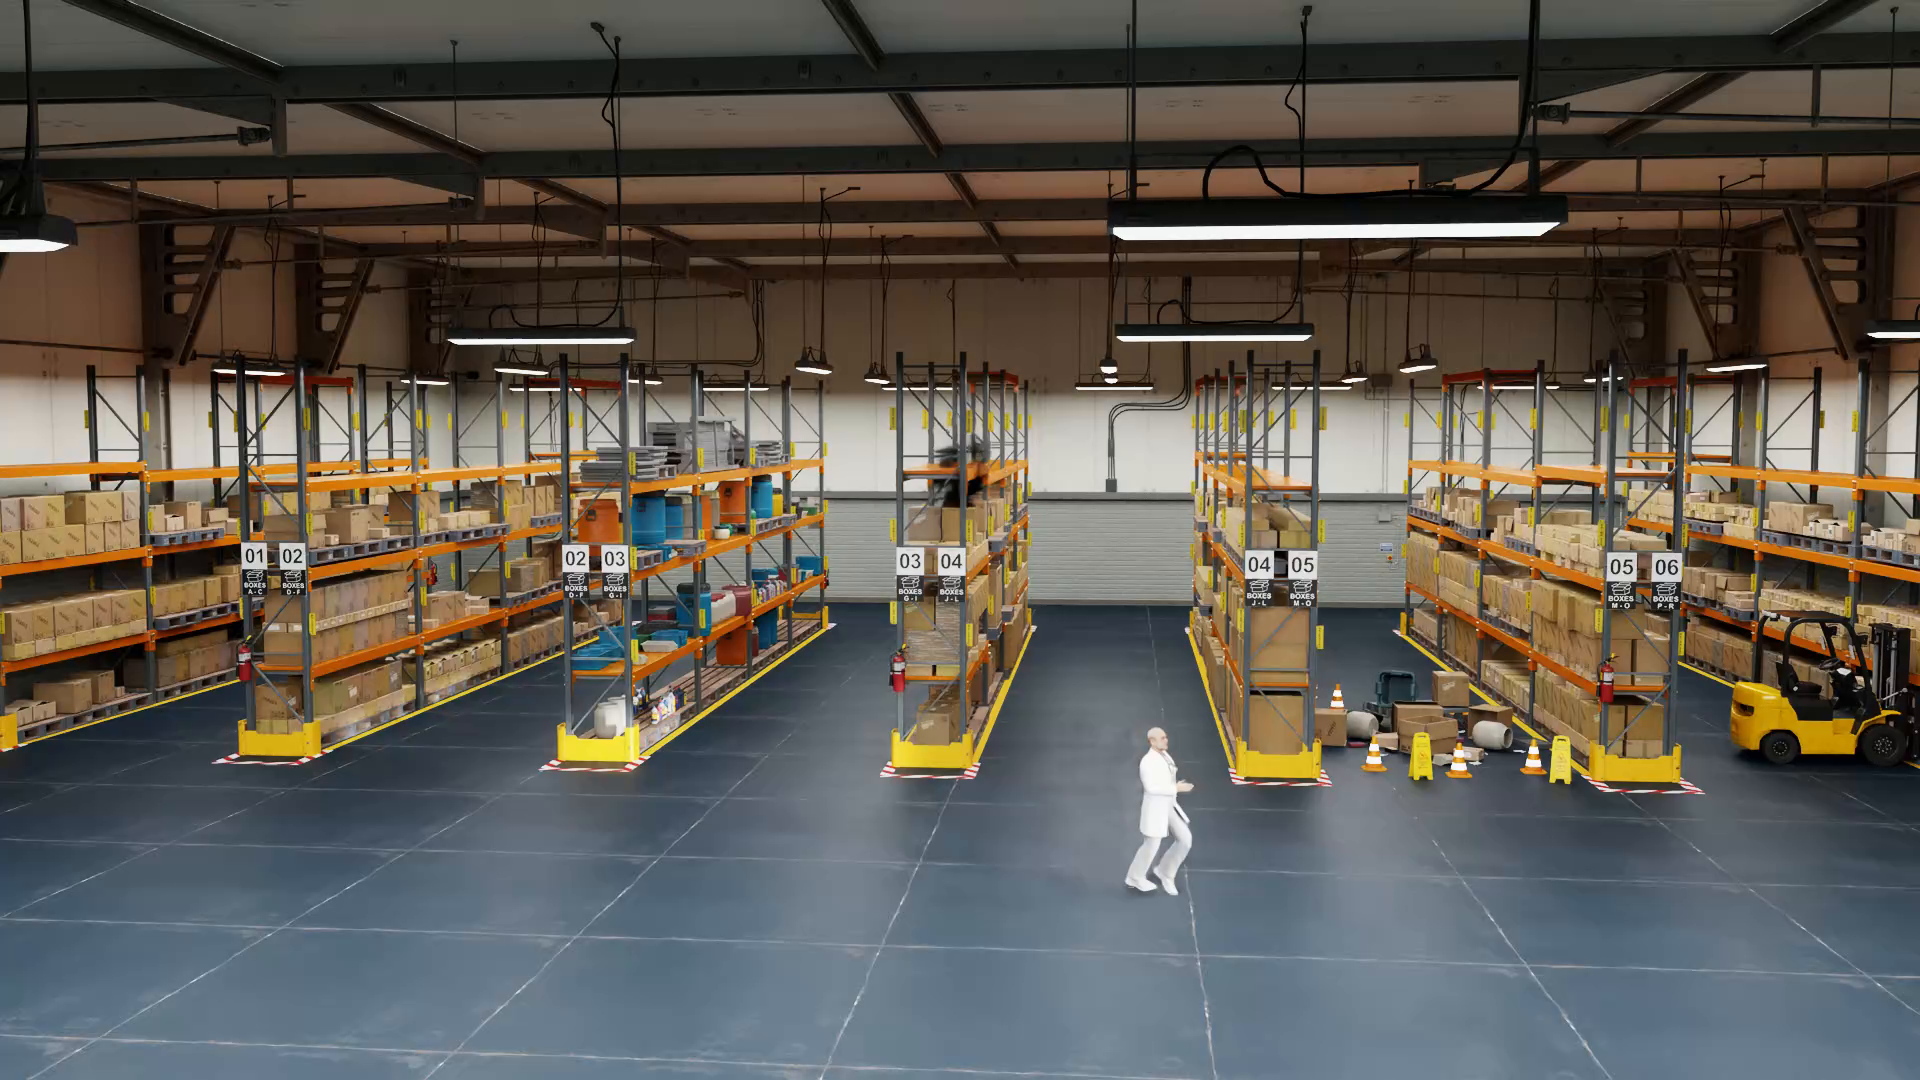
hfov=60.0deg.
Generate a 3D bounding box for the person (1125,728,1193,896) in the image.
[{"bbox_3d":[2.114,2.876,17.538,0.782,1.807,0.674,3,5,37],"label":"person"}]
